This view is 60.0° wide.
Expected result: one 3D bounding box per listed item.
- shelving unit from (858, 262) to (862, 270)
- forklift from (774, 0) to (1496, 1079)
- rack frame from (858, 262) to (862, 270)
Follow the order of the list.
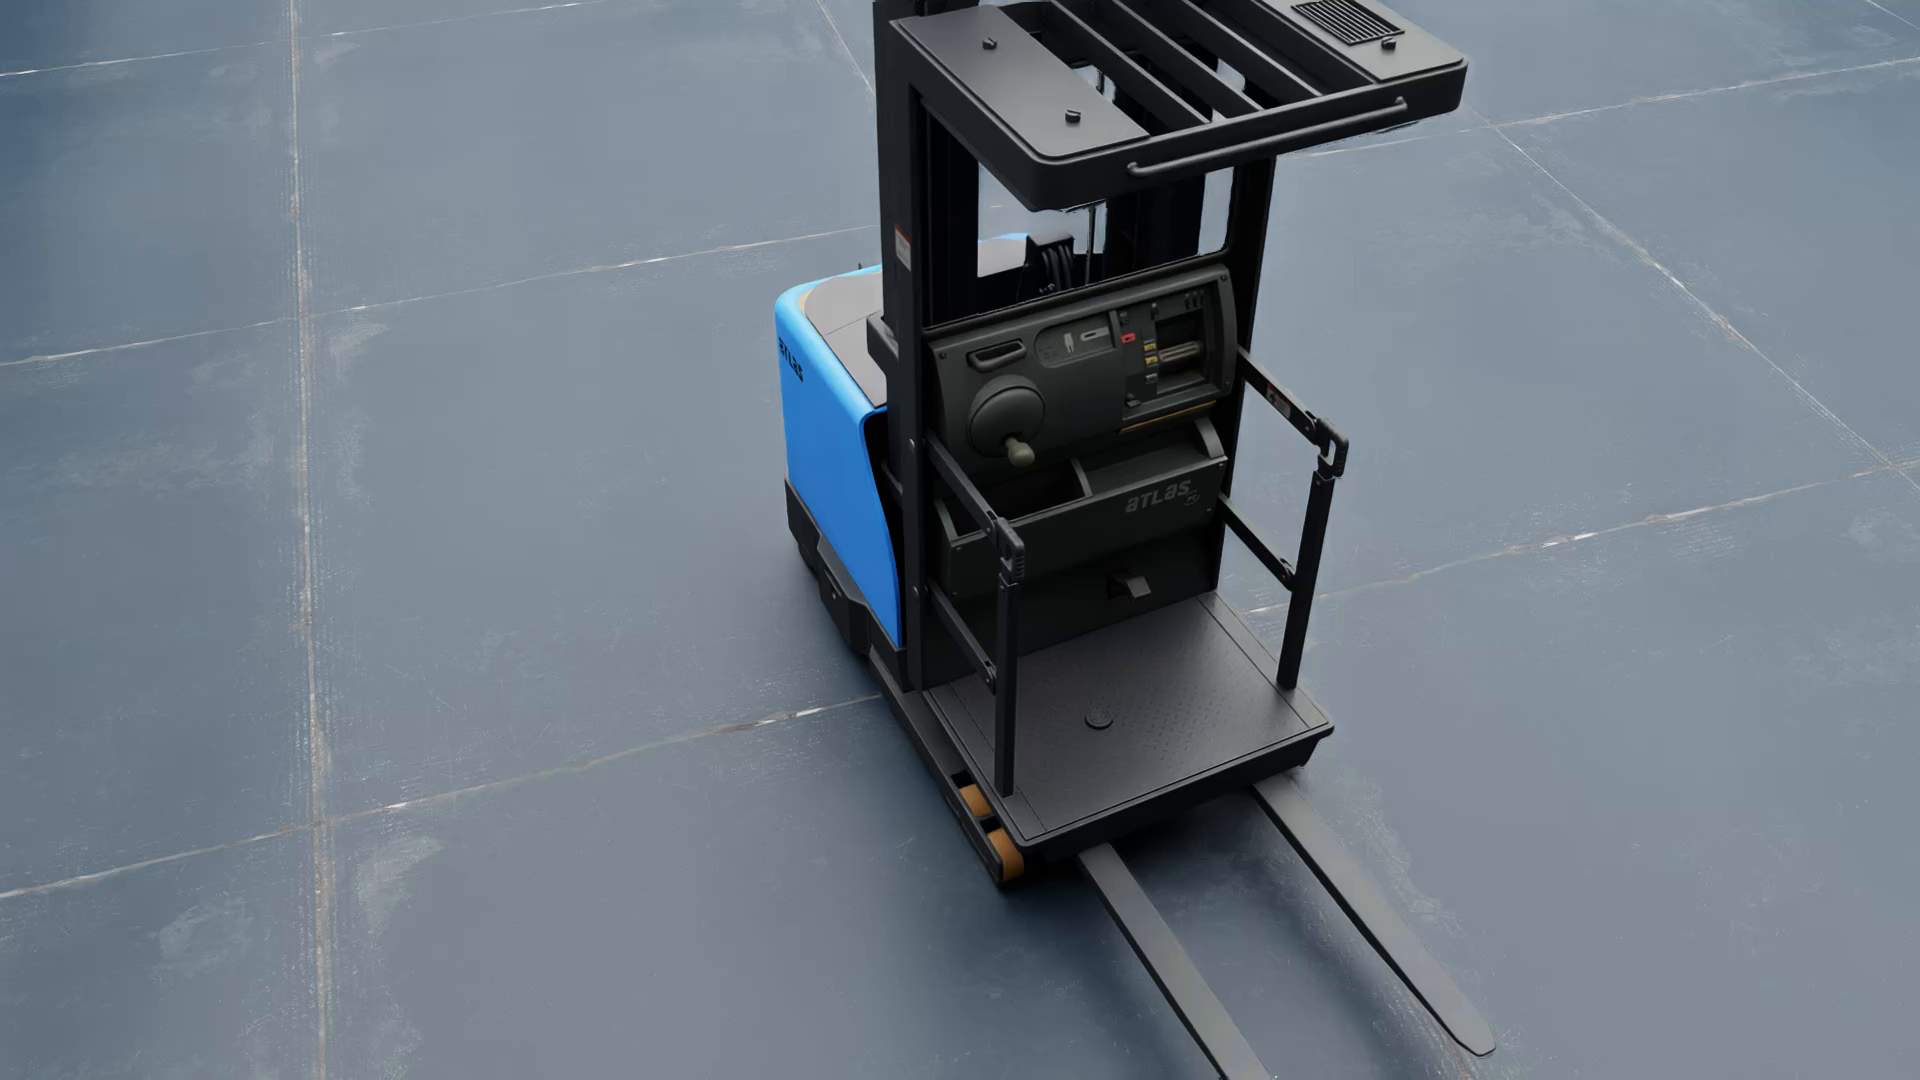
[{"bbox_3d":[-0.222,-0.630,6.287,0.210,0.900,0.258,-19,44,-20],"label":"shelving unit"},{"bbox_3d":[0.456,-0.399,4.479,1.130,2.935,3.031,-18,44,-19],"label":"forklift"},{"bbox_3d":[-0.313,-0.600,6.253,0.006,0.900,0.240,-19,44,-20],"label":"rack frame"}]
